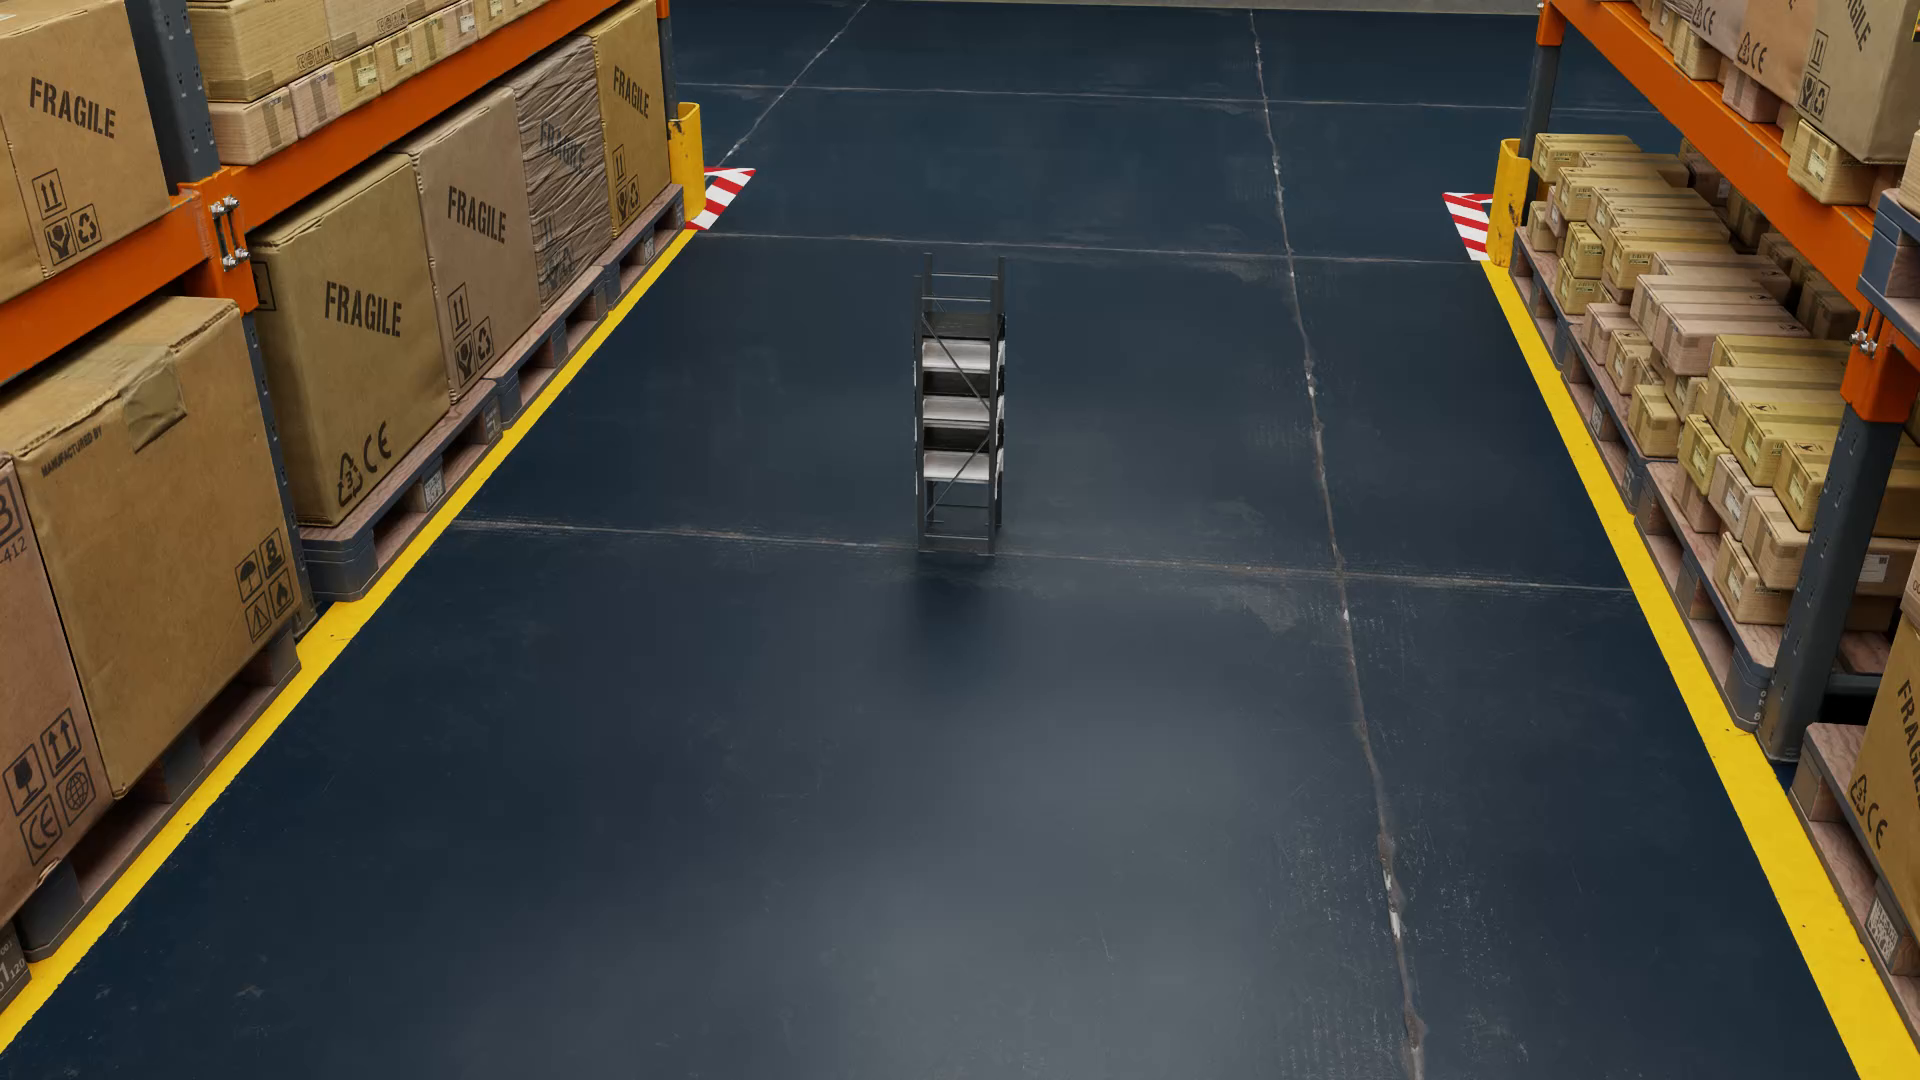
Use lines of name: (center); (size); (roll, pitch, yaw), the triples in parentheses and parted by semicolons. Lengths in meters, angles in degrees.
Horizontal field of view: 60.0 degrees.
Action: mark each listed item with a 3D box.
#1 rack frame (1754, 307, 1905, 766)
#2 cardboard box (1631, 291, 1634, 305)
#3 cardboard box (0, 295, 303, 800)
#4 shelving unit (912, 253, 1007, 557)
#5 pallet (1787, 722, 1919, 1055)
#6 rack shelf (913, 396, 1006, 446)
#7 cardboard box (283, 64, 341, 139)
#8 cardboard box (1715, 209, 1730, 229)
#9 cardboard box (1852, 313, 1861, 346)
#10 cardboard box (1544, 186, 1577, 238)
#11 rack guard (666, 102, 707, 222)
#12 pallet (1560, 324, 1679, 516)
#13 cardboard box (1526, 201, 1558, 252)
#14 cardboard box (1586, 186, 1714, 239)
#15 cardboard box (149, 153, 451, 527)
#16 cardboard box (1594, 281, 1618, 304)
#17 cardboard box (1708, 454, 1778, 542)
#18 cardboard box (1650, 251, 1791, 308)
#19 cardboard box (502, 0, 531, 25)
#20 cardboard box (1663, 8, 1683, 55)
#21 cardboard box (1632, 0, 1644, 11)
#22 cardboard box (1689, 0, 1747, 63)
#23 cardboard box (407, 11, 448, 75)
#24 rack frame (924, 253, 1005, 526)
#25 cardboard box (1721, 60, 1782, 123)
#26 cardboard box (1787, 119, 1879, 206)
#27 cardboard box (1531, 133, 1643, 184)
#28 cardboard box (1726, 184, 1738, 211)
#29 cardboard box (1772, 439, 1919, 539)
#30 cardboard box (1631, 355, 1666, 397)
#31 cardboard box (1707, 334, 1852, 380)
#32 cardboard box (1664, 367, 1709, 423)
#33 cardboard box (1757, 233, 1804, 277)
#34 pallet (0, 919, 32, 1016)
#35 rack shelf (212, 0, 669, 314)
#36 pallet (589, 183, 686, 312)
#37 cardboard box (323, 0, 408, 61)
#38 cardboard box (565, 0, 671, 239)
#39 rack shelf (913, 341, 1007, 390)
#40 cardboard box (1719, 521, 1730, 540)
rack frame: (2.546, -0.756, 3.490); (1.000, 3.000, 0.127); (3, 28, 6)
cardboard box: (2.616, -0.847, 5.908); (0.380, 0.149, 0.250); (5, 29, 9)
cardboard box: (-2.423, -0.038, 3.956); (1.225, 0.875, 0.875); (3, 29, 6)
shelving unit: (0.001, -0.400, 5.044); (0.258, 0.900, 0.210); (3, 28, 6)
pallet: (2.452, 0.839, 3.471); (1.003, 0.211, 1.213); (3, 28, 6)
rack shelf: (0.001, -0.371, 5.059); (0.258, 0.077, 0.200); (3, 28, 6)
cardboard box: (-1.966, -1.224, 4.625); (0.380, 0.149, 0.250); (2, 28, 5)
cardboard box: (3.193, -1.189, 6.545); (0.380, 0.149, 0.250); (2, 28, 4)
cardboard box: (2.990, -0.585, 5.108); (0.380, 0.149, 0.250); (4, 29, 7)
cardboard box: (2.627, -1.342, 6.827); (0.380, 0.149, 0.250); (3, 28, 6)
rack guard: (-1.871, -1.885, 8.222); (1.175, 0.500, 0.348); (3, 28, 6)
pallet: (2.740, -0.422, 5.811); (1.003, 0.211, 1.213); (3, 28, 6)
cardboard box: (2.654, -1.340, 7.138); (0.380, 0.149, 0.250); (4, 29, 7)
cardboard box: (2.614, -1.234, 6.313); (0.380, 0.149, 0.250); (2, 28, 4)
cardboard box: (-2.204, -0.647, 5.086); (0.875, 0.875, 0.875); (3, 28, 6)
cardboard box: (2.603, -0.855, 6.238); (0.380, 0.149, 0.250); (3, 29, 6)
cardboard box: (2.290, -0.111, 4.543); (0.380, 0.149, 0.250); (2, 28, 4)
cardboard box: (2.557, -0.859, 5.617); (0.380, 0.149, 0.250); (3, 29, 6)
cardboard box: (-1.779, -1.957, 5.985); (0.380, 0.149, 0.250); (4, 29, 7)
cardboard box: (2.530, -1.657, 5.428); (0.380, 0.149, 0.250); (4, 29, 8)
cardboard box: (2.699, -2.019, 6.099); (0.380, 0.149, 0.250); (5, 29, 9)
cardboard box: (2.452, -1.653, 4.737); (0.500, 0.500, 0.500); (3, 28, 6)
cardboard box: (-1.873, -1.593, 5.309); (0.380, 0.149, 0.250); (3, 28, 5)
rack frame: (0.013, -0.448, 5.133); (0.240, 0.900, 0.006); (3, 28, 6)
cardboard box: (2.424, -1.292, 4.751); (0.380, 0.149, 0.250); (2, 28, 4)
cardboard box: (2.272, -0.921, 4.061); (0.380, 0.149, 0.250); (3, 28, 5)
cardboard box: (2.635, -1.603, 6.999); (0.380, 0.149, 0.250); (2, 28, 4)
cardboard box: (3.229, -1.322, 6.477); (0.380, 0.149, 0.250); (3, 28, 5)
cardboard box: (2.331, -0.130, 4.264); (0.380, 0.149, 0.250); (4, 29, 8)
cardboard box: (2.481, -0.496, 5.571); (0.380, 0.149, 0.250); (4, 29, 7)
cardboard box: (2.456, -0.488, 4.928); (0.380, 0.149, 0.250); (4, 29, 8)
cardboard box: (2.445, -0.472, 5.212); (0.380, 0.149, 0.250); (4, 29, 7)
cardboard box: (3.014, -0.956, 5.799); (0.380, 0.149, 0.250); (2, 28, 4)
pallet: (-2.531, 1.080, 3.023); (1.003, 0.211, 1.213); (3, 28, 6)
rack shelf: (-2.119, -1.716, 6.031); (1.077, 0.370, 4.000); (3, 28, 6)
pallet: (-1.895, -1.366, 7.562); (1.003, 0.211, 1.213); (3, 28, 6)
cardboard box: (-1.981, -1.596, 4.894); (0.500, 0.250, 0.500); (3, 28, 6)
cardboard box: (-1.873, -1.918, 7.445); (0.875, 0.875, 0.875); (3, 28, 6)
rack shelf: (0.001, -0.529, 4.974); (0.258, 0.077, 0.200); (3, 28, 6)
cardboard box: (2.371, -0.007, 4.664); (0.380, 0.149, 0.250); (4, 29, 8)
